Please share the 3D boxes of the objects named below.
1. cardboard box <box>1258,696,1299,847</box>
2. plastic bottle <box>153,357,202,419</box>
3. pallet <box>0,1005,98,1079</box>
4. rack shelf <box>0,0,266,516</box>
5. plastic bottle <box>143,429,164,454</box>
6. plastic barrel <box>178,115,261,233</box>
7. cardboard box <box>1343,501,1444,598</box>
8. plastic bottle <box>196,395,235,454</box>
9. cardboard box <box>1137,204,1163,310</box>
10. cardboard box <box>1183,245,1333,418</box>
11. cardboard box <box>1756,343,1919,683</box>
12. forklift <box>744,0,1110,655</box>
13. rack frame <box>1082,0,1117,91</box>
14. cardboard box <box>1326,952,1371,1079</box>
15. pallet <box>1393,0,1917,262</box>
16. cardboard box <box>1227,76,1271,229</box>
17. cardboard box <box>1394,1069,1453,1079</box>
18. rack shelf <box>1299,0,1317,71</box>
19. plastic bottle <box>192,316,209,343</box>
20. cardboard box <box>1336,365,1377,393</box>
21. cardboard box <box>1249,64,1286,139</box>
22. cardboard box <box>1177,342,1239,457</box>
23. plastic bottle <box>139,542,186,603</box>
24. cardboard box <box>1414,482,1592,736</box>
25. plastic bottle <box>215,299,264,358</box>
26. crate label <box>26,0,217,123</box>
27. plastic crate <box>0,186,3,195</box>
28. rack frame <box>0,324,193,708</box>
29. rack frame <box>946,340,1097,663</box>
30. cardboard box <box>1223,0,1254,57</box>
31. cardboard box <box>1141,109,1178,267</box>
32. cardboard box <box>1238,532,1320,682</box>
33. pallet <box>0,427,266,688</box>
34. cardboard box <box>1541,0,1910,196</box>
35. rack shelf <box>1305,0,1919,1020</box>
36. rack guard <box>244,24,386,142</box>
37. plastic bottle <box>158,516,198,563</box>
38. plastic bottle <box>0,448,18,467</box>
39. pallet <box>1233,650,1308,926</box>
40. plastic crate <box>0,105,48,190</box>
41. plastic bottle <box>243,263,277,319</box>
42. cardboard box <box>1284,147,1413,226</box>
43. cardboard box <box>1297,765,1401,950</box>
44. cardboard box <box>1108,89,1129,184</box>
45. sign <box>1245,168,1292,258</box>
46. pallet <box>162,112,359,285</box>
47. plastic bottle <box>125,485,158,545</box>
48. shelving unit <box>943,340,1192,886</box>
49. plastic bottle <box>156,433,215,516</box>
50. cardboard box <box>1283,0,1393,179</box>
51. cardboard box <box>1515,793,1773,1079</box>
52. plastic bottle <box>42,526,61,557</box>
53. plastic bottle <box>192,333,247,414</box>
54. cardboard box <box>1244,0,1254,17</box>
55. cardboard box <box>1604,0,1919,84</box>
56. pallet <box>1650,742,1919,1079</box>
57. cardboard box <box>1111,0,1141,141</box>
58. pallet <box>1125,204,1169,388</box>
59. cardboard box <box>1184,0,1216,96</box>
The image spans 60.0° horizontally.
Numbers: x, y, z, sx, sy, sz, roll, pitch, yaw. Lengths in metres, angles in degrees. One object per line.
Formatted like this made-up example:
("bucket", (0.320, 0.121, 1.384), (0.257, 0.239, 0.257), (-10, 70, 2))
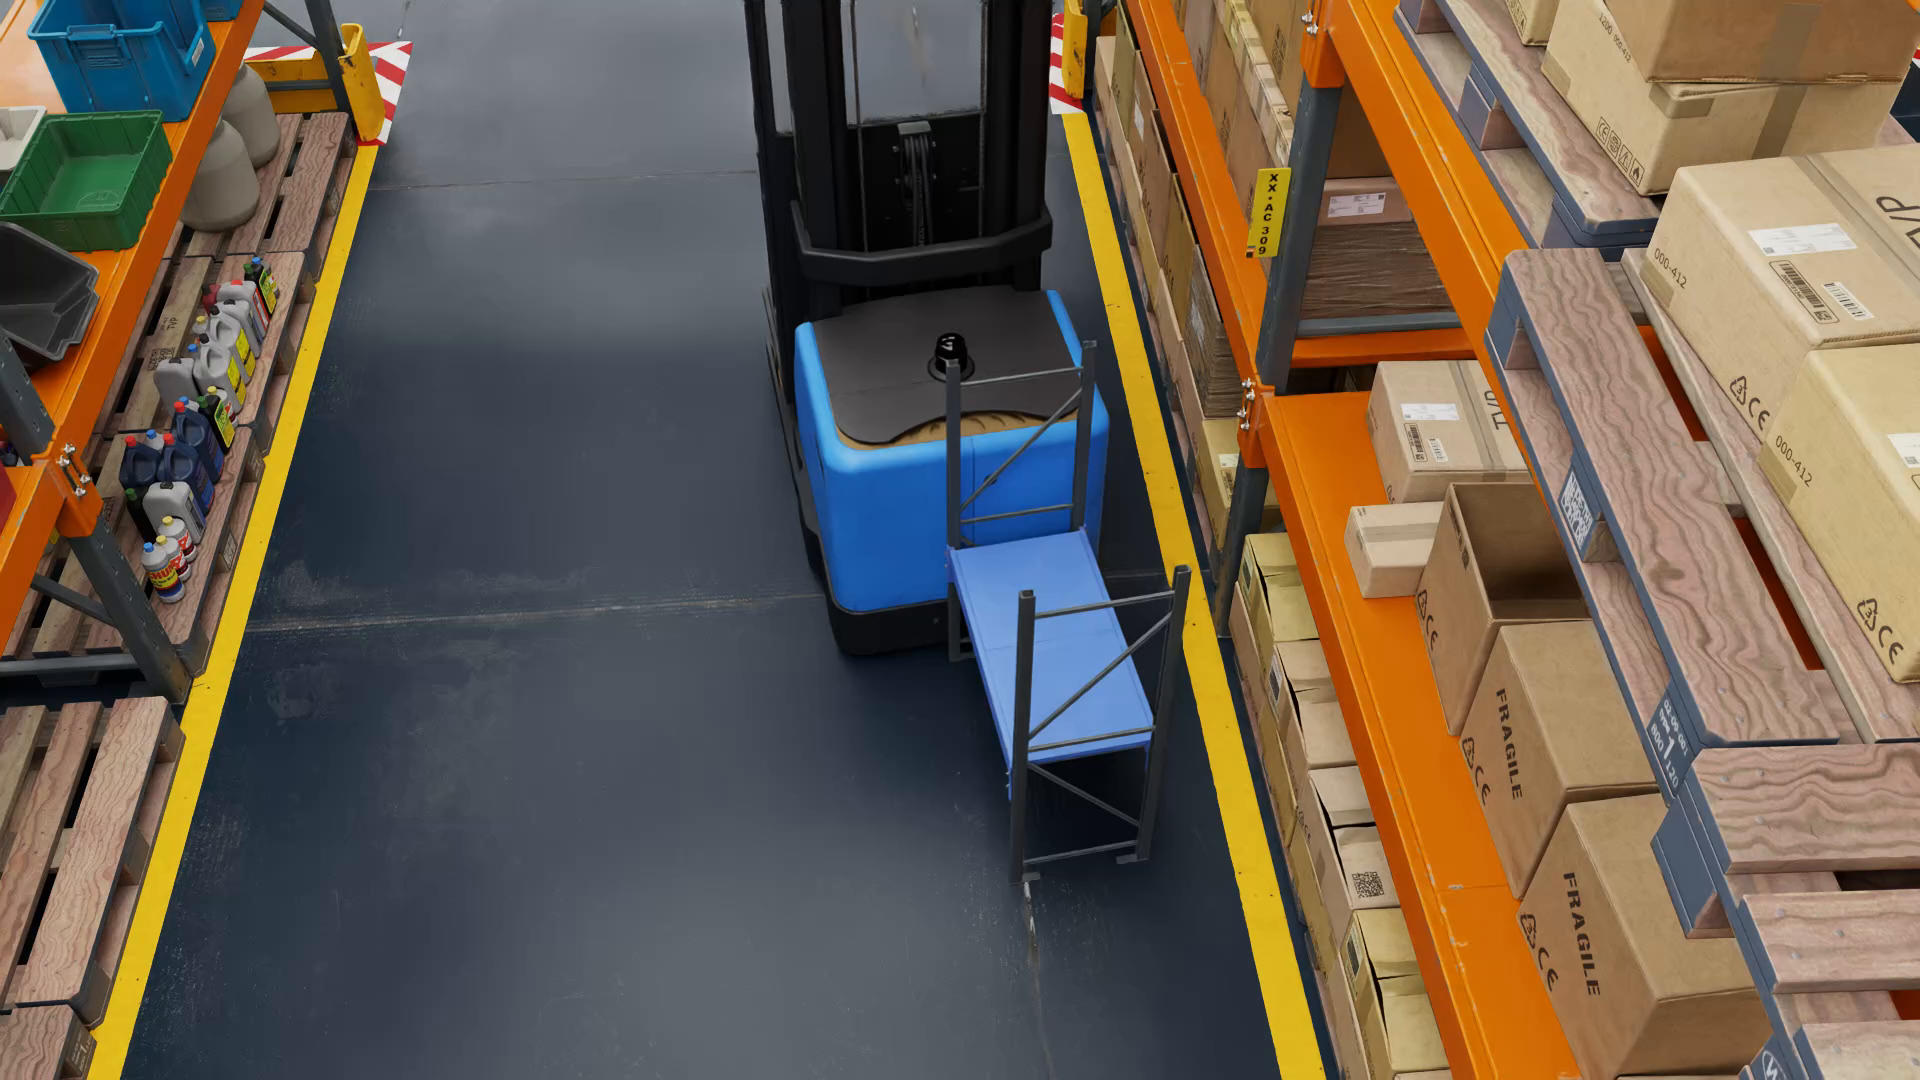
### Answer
("cardboard box", (1.330, 0.763, 5.702), (0.500, 0.250, 0.500), (-2, 47, -2))
("plastic bottle", (-3.286, -0.657, 7.016), (0.152, 0.276, 0.135), (-3, 47, -3))
("pallet", (-3.225, 1.993, 4.854), (1.003, 0.211, 1.213), (-3, 47, -3))
("rack shelf", (-3.602, -1.616, 6.847), (1.077, 0.370, 4.000), (-3, 47, -3))
("plastic bottle", (-3.221, -0.336, 6.715), (0.097, 0.271, 0.097), (0, 47, 0))
("plastic barrel", (-3.597, -1.765, 7.917), (0.421, 0.512, 0.421), (0, 47, 0))
("cardboard box", (1.372, 0.025, 4.970), (0.380, 0.149, 0.250), (-3, 47, -3))
("plastic bottle", (-3.077, -0.501, 6.863), (0.061, 0.283, 0.133), (-2, 47, -2))
("cardboard box", (1.114, -1.321, 7.676), (0.500, 0.250, 0.500), (-3, 47, -3))
("cardboard box", (1.214, -0.856, 6.720), (0.500, 0.500, 0.500), (-3, 47, -3))
("cardboard box", (1.644, -0.063, 2.628), (0.500, 0.250, 0.500), (-4, 47, -4))
("forklift", (-0.264, -1.657, 6.437), (1.130, 2.935, 3.031), (-9, 47, -8))
("rack frame", (1.166, -3.609, 8.238), (1.000, 3.000, 0.127), (-3, 47, -3))
("cardboard box", (1.417, 1.506, 4.999), (0.500, 0.250, 0.500), (-3, 47, -3))
("pallet", (1.588, -1.043, 3.874), (0.805, 0.209, 1.217), (-5, 47, -5))
("cardboard box", (1.407, -1.451, 6.126), (0.700, 0.500, 0.500), (-4, 47, -4))
("cardboard box", (1.457, 1.683, 4.445), (0.500, 0.311, 0.500), (-4, 47, -4))
("rack shelf", (1.334, -2.946, 6.040), (1.077, 0.370, 4.000), (-3, 47, -3))
("plastic bottle", (-3.297, -0.892, 7.290), (0.097, 0.201, 0.097), (0, 47, 0))
("cardboard box", (1.775, -0.526, 6.407), (0.500, 0.500, 0.500), (-3, 47, -3))
("cardboard box", (1.222, -1.524, 5.749), (0.380, 0.149, 0.250), (-5, 47, -4))
("cardboard box", (1.213, -0.598, 6.992), (0.500, 0.250, 0.500), (-3, 47, -3))
("plastic bottle", (-3.025, 0.113, 6.289), (0.097, 0.271, 0.097), (0, 47, 0))
("cardboard box", (1.593, 0.189, 4.573), (0.500, 0.500, 0.500), (0, 47, 0))
("plastic bottle", (-3.174, -0.939, 7.282), (0.152, 0.276, 0.135), (-5, 47, -4))
("crate label", (-3.346, -2.007, 6.697), (0.502, 0.435, 0.616), (-3, 47, -3))
("plastic crate", (-3.798, -1.149, 6.012), (0.499, 0.251, 0.616), (-3, 47, -3))
("rack frame", (-3.435, -0.416, 5.215), (1.000, 3.000, 0.127), (-3, 47, -3))
("rack frame", (0.201, -0.090, 5.939), (0.500, 1.500, 0.032), (-9, 47, -8))
("cardboard box", (1.182, -1.892, 6.097), (0.380, 0.149, 0.250), (-4, 47, -3))
("cardboard box", (1.113, -1.579, 7.404), (0.500, 0.500, 0.500), (-3, 47, -3))
("cardboard box", (1.288, 0.208, 5.842), (0.500, 0.311, 0.500), (-3, 47, -3))
("pallet", (-3.450, 0.054, 6.690), (1.003, 0.211, 1.213), (-3, 47, -3))
("cardboard box", (1.592, -0.995, 3.511), (0.500, 0.250, 0.500), (-8, 47, -7))
("rack shelf", (1.669, -0.052, 3.299), (1.077, 0.370, 4.000), (-3, 47, -3))
("rack guard", (-3.717, -2.399, 8.814), (1.175, 0.500, 0.348), (-3, 47, -3))
("plastic bottle", (-3.042, -0.010, 6.454), (0.097, 0.201, 0.097), (0, 47, 0))
("plastic bottle", (-3.792, -0.244, 6.573), (0.144, 0.351, 0.185), (-6, 47, -5))
("pallet", (1.602, 0.775, 6.007), (1.003, 0.211, 1.213), (-3, 47, -3))
("plastic crate", (-3.823, -1.485, 6.409), (0.530, 0.136, 0.437), (-3, 47, -3))
("plastic bottle", (-3.151, -1.142, 7.470), (0.061, 0.283, 0.133), (-2, 47, -2))
("cardboard box", (1.265, -1.156, 5.400), (0.380, 0.149, 0.250), (-4, 47, -3))
("cardboard box", (1.369, 0.945, 5.144), (0.500, 0.311, 0.500), (-5, 47, -5))
("cardboard box", (1.035, -2.045, 8.362), (0.500, 0.250, 0.500), (-3, 47, -3))
("sign", (0.948, -1.005, 5.121), (0.100, 0.325, 0.005), (-3, 47, -3))
("pallet", (-3.654, -1.711, 8.362), (1.003, 0.211, 1.213), (-3, 47, -3))
("plastic bottle", (-3.185, -0.116, 6.498), (0.061, 0.283, 0.133), (-3, 47, -3))
("shelving unit", (0.307, 0.271, 5.597), (0.538, 1.500, 1.048), (-9, 47, -8))
("plastic bottle", (-3.089, -0.266, 6.594), (0.144, 0.351, 0.185), (-2, 47, -2))
("cardboard box", (1.458, -1.516, 5.294), (0.700, 0.500, 0.500), (-3, 47, -3))
("cardboard box", (1.679, 0.932, 3.869), (0.500, 0.500, 0.500), (-6, 47, -5))
("plastic bottle", (-3.632, -0.114, 6.450), (0.144, 0.351, 0.185), (-3, 47, -3))
("plastic bottle", (-3.140, -0.710, 7.015), (0.144, 0.351, 0.185), (-4, 47, -4))
("cardboard box", (1.373, -2.244, 5.983), (0.700, 0.500, 0.500), (-4, 47, -3))
("cardboard box", (1.584, -1.238, 3.224), (0.500, 0.500, 0.500), (1, 47, 1))
("pallet", (1.690, 0.727, 2.196), (1.213, 0.211, 1.003), (-2, 47, -1))
("cardboard box", (1.033, -2.302, 8.089), (0.500, 0.500, 0.500), (-3, 47, -3))
("pallet", (1.371, -1.219, 7.895), (1.003, 0.211, 1.213), (-3, 47, -3))
("cardboard box", (1.325, -2.185, 6.821), (0.700, 0.500, 0.500), (-2, 47, -2))
